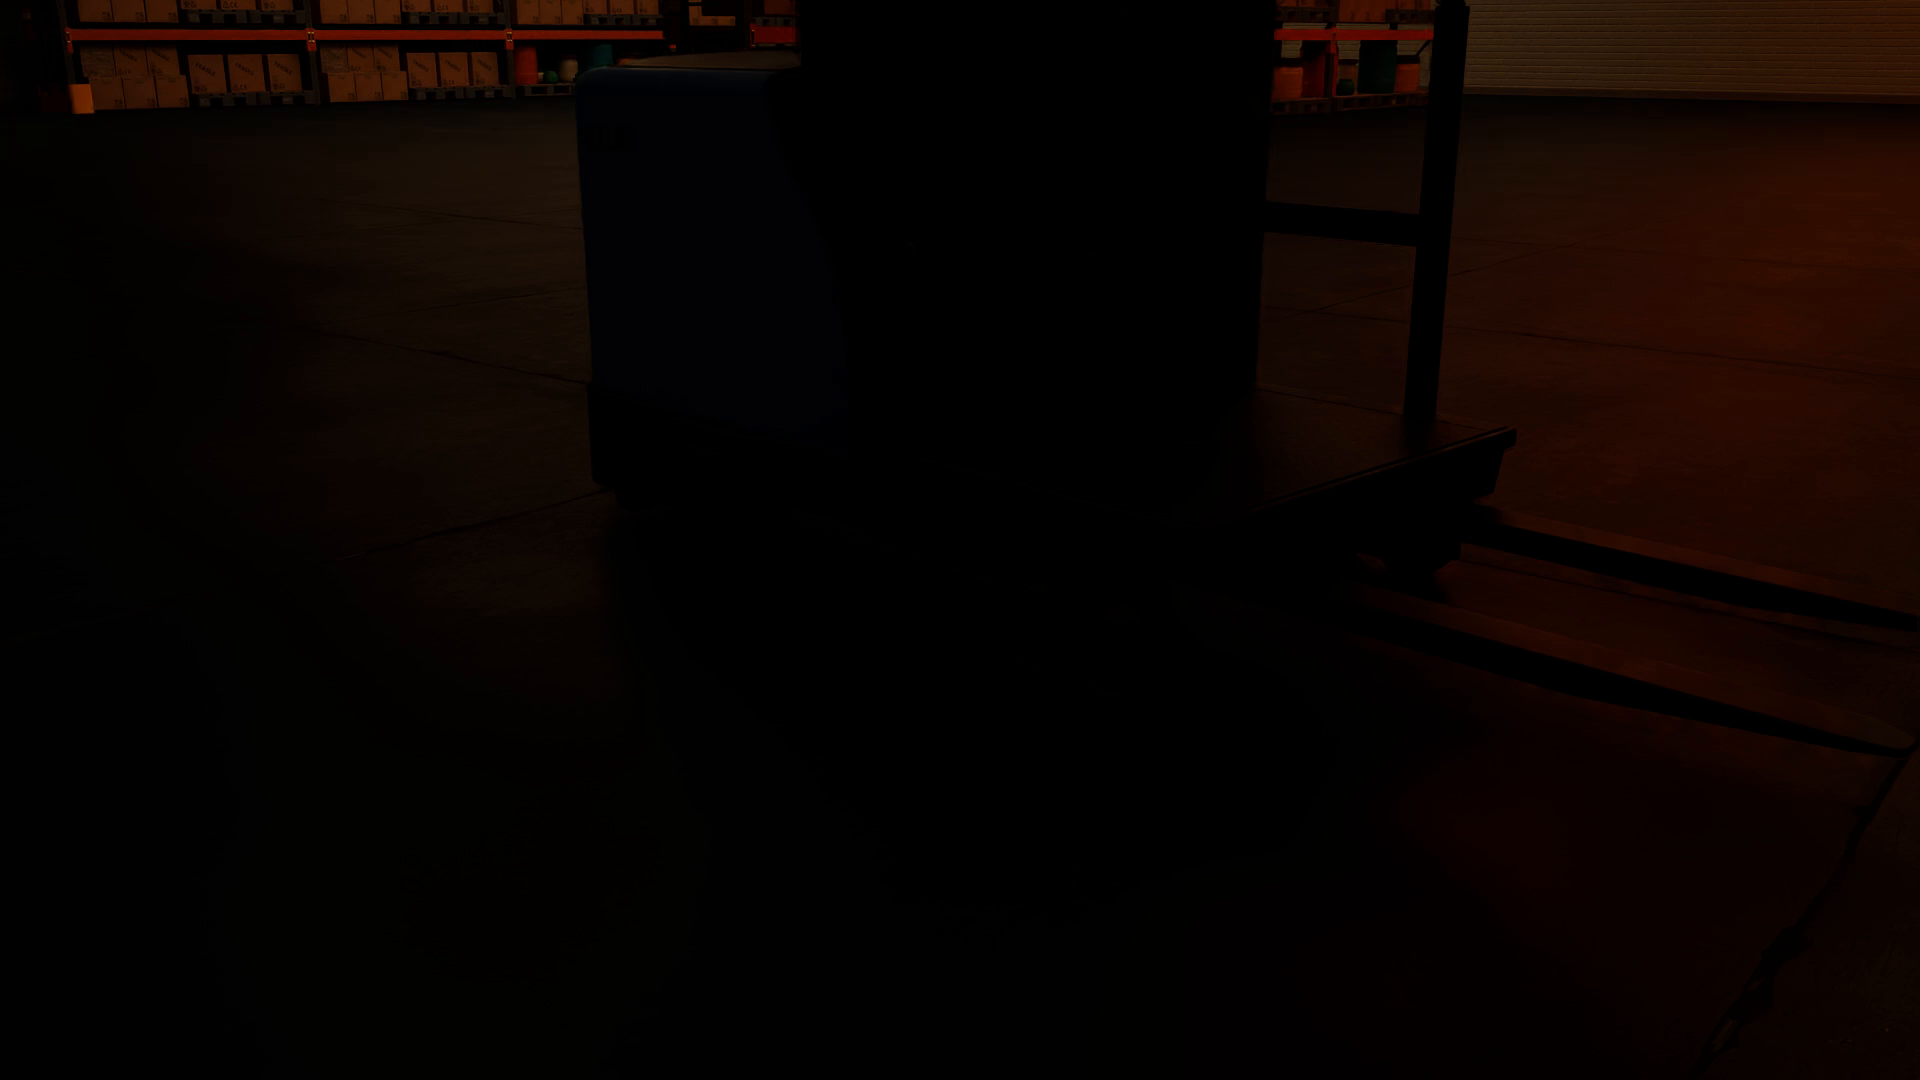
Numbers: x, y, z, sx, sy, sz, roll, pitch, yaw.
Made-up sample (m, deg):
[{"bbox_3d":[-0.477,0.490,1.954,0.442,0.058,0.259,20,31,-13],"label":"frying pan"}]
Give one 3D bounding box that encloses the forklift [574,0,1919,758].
[{"bbox_3d":[0.454,-1.285,3.130,1.130,2.935,3.031,-16,23,-42],"label":"forklift"}]
